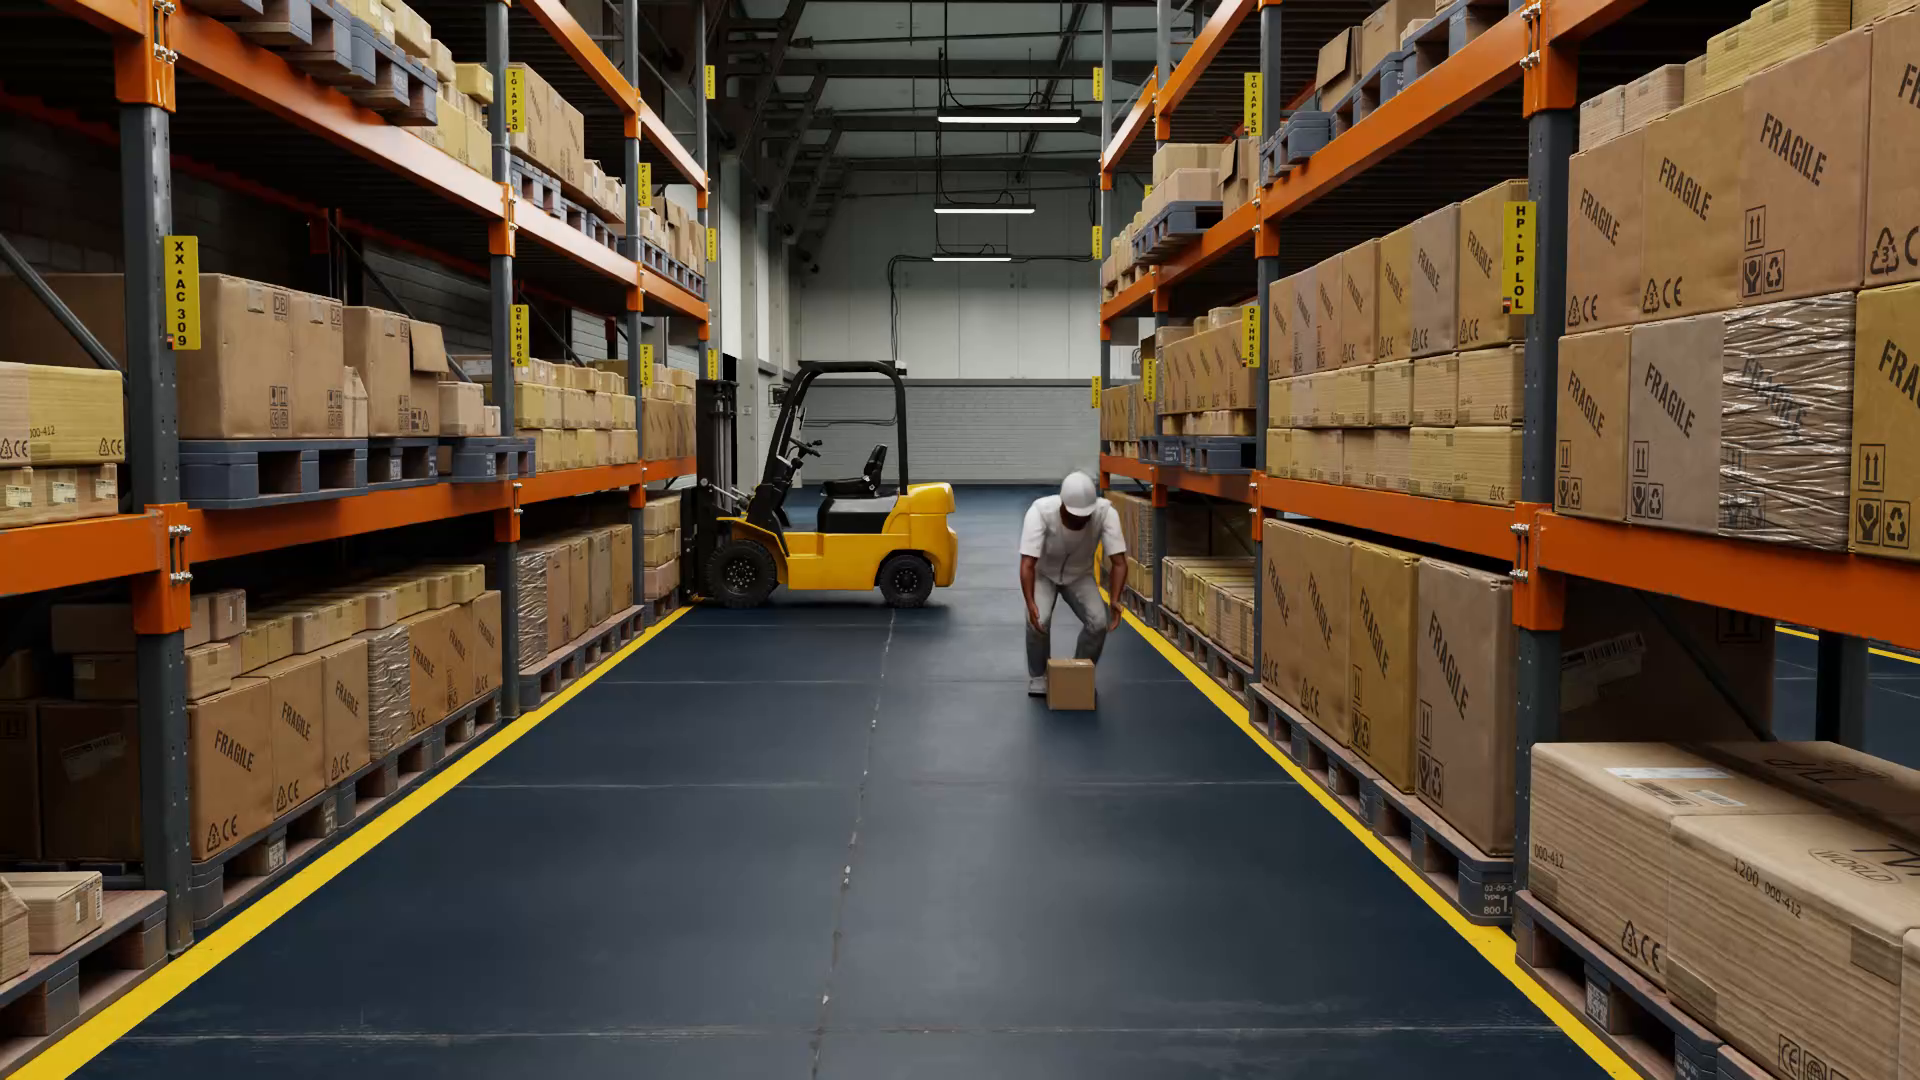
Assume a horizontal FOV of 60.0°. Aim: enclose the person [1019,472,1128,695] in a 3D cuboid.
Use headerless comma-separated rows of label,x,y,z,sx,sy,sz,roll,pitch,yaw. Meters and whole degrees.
person,0.646,0.254,9.674,0.629,1.310,0.805,0,4,-3
